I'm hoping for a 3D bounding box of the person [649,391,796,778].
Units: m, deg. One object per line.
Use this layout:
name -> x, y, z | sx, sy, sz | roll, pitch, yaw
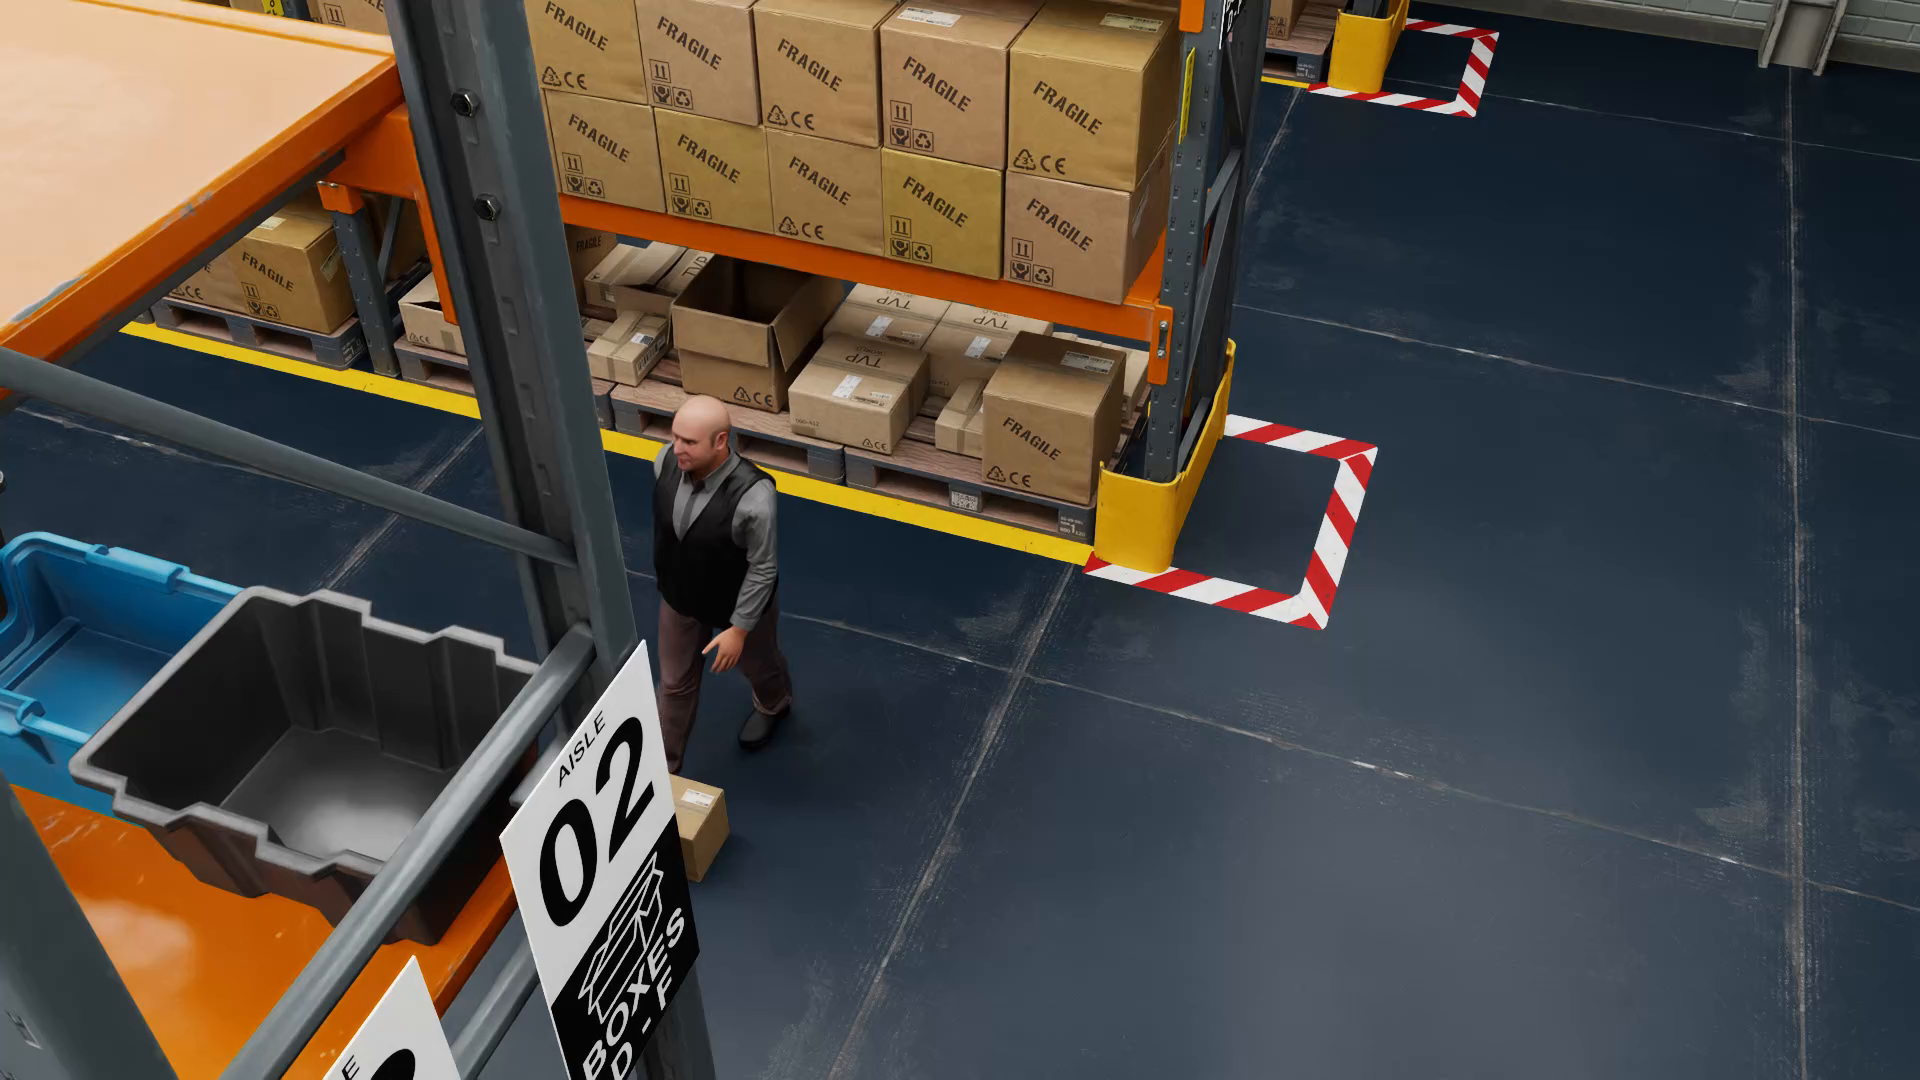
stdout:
person -> -0.891, 0.268, 5.860 | 0.545, 1.682, 0.940 | 13, 43, 15
